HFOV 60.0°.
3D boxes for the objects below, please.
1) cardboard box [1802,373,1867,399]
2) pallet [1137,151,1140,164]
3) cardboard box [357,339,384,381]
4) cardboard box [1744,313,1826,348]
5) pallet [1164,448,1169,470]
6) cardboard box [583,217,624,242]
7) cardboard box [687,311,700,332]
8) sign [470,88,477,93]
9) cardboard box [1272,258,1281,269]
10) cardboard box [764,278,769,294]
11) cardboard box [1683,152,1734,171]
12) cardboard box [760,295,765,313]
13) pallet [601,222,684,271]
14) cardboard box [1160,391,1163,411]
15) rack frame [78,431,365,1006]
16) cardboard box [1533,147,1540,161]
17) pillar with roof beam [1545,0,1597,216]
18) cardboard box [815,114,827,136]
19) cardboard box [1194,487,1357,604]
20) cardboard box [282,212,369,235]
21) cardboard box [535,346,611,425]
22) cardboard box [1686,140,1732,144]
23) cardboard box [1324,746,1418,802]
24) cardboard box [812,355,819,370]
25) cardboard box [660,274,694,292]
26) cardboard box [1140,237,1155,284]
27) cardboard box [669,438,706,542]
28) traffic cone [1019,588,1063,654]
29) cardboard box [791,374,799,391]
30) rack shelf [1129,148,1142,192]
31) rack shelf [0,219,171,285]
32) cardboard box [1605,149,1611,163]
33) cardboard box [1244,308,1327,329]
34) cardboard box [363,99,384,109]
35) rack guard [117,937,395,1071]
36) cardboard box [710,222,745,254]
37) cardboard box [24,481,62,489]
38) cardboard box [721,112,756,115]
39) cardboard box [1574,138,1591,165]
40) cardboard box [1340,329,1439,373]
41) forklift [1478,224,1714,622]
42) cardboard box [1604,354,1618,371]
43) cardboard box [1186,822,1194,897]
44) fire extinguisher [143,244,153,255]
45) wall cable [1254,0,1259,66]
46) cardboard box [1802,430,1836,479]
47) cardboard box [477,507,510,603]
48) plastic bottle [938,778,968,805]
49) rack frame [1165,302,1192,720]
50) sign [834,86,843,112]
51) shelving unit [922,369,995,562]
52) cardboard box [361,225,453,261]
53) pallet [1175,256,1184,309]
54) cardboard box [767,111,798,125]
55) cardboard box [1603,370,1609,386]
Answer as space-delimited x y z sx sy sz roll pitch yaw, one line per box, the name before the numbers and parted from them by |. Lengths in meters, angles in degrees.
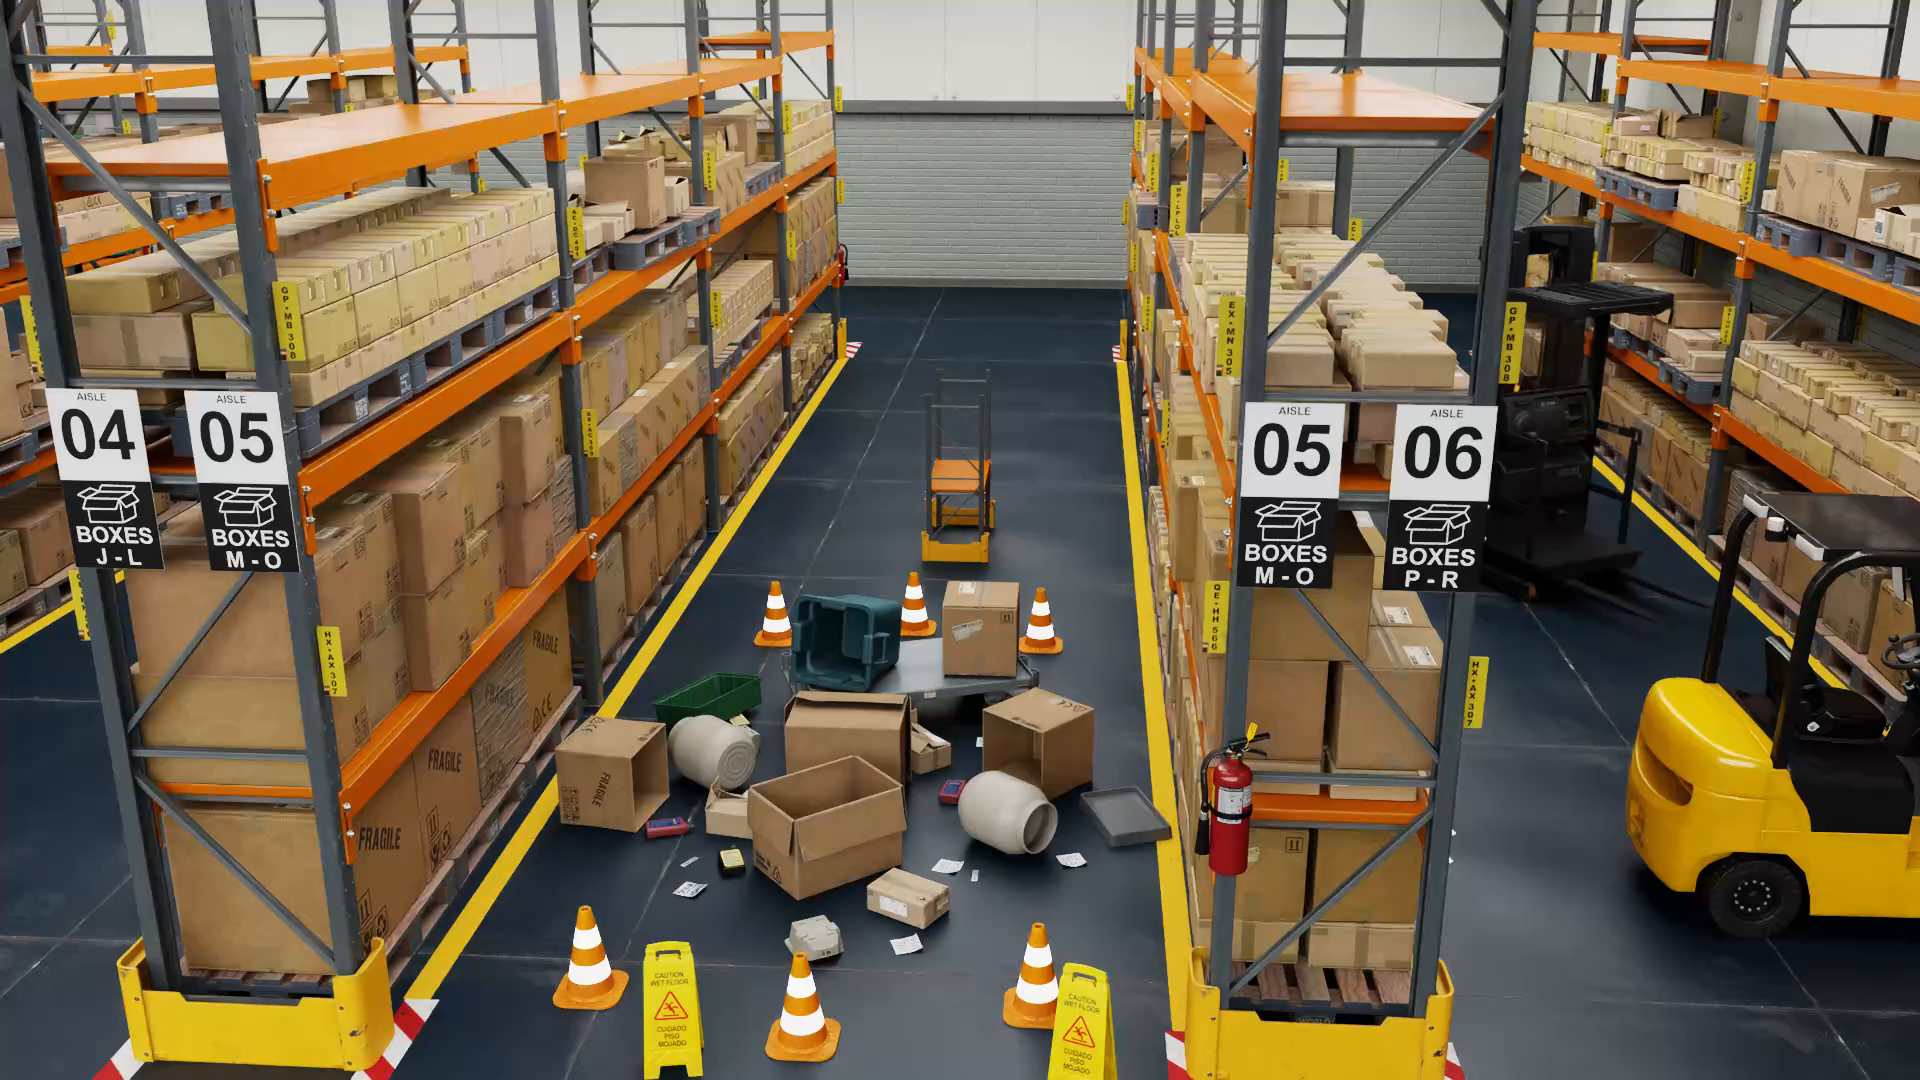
cardboard box | 6.765 -1.190 12.862 0.380 0.149 0.250 2 18 5
pallet | 2.658 -4.695 20.085 1.003 0.211 1.213 1 18 4
cardboard box | -2.925 -0.841 7.751 0.380 0.149 0.250 1 18 4
cardboard box | 7.356 -1.731 14.881 0.500 0.500 0.500 2 18 7
pallet | 2.111 -0.730 12.970 1.003 0.211 1.213 1 18 4
cardboard box | -2.659 -2.257 12.071 0.380 0.149 0.250 1 18 4
cardboard box | -2.505 -2.020 15.371 0.380 0.149 0.250 1 18 4
sign | -6.558 -5.935 22.434 0.100 0.325 0.005 1 18 4
cardboard box | 2.163 -1.547 10.099 0.500 0.250 0.500 1 18 3
cardboard box | -2.295 -2.770 18.139 0.380 0.149 0.250 1 18 4
cardboard box | 6.986 -3.529 15.508 0.380 0.149 0.250 1 18 4
cardboard box | -2.314 -2.553 17.953 0.380 0.149 0.250 1 18 4
pallet | -2.803 -2.304 12.949 1.003 0.211 1.213 2 18 6
cardboard box | 1.844 -1.165 13.716 0.380 0.149 0.250 1 18 4
rack frame | -3.306 0.968 7.478 1.000 3.000 0.127 1 18 4
cardboard box | 7.334 -4.788 20.631 0.380 0.149 0.250 2 18 5
pillar with roof beam | 4.536 -7.576 23.921 9.100 9.000 0.400 1 18 4
cardboard box | -1.973 -5.285 21.183 0.500 0.250 0.500 1 18 2
cardboard box | 1.502 0.063 7.997 0.700 0.500 0.500 1 18 4
cardboard box | -3.474 -1.705 9.108 0.380 0.149 0.250 1 18 4
cardboard box | -2.954 -1.111 12.057 0.700 0.500 0.500 1 18 3
cardboard box | 7.512 -3.930 16.699 0.380 0.149 0.250 2 18 5
cardboard box | 1.870 1.066 7.583 0.380 0.149 0.250 1 18 4
cardboard box | -2.011 -2.273 21.275 0.380 0.149 0.250 2 18 5
cardboard box | -3.005 -2.686 17.404 0.380 0.149 0.250 1 18 3
cardboard box | 2.172 -2.913 17.558 0.500 0.500 0.500 1 18 4
cardboard box | -2.865 -0.460 14.774 1.050 0.750 0.750 1 18 3
traffic cone | 0.618 0.594 12.693 0.336 0.463 0.334 1 18 4
cardboard box | -2.100 -1.850 19.506 0.380 0.149 0.250 2 18 6
rack shelf | 2.643 -4.384 20.151 1.077 0.370 4.000 1 18 4
rack shelf | -7.815 -2.121 13.243 1.077 0.370 4.000 1 18 4
cardboard box | 7.032 -4.039 17.511 0.380 0.149 0.250 2 18 5
cardboard box | 1.495 -0.986 7.747 0.380 0.149 0.250 1 18 4
cardboard box | -7.346 -5.032 19.977 0.700 0.500 0.500 2 18 7
rack guard | -3.307 2.164 7.844 1.175 0.500 0.348 1 18 4
cardboard box | -2.681 -3.575 19.098 0.500 0.500 0.500 1 18 2
cardboard box | -7.727 -0.299 14.652 0.700 0.500 0.500 0 18 -1
cardboard box | -2.575 -4.881 19.310 0.380 0.149 0.250 2 18 6
cardboard box | 7.262 -4.383 18.753 0.500 0.250 0.500 1 18 2
cardboard box | 1.870 -0.822 7.247 0.380 0.149 0.250 1 18 4
forklift | 5.009 -1.035 13.700 1.130 2.935 3.031 -8 20 -22
cardboard box | 7.220 -1.924 18.126 0.380 0.149 0.250 1 18 3
cardboard box | 1.474 1.737 8.874 0.500 0.250 0.500 1 18 4
fire extinguisher | -11.575 -4.076 23.596 0.296 0.674 0.183 1 18 4
wall cable | 3.663 -8.528 26.825 2.355 3.000 0.029 1 18 4
cardboard box | 6.778 -0.647 12.647 0.500 0.250 0.500 2 18 6
cardboard box | -3.206 0.106 9.869 0.875 0.550 0.550 1 18 4
plastic bottle | -0.037 1.560 10.390 0.133 0.061 0.283 4 19 13
rack frame | 1.926 -0.195 11.028 1.000 3.000 0.127 1 18 4
sign | -1.606 -5.829 21.981 0.100 0.325 0.005 1 18 4
shelving unit | -0.005 -0.689 14.944 0.587 1.500 1.083 1 18 4
cardboard box | -2.854 -1.535 8.587 0.380 0.149 0.250 2 18 5
pallet | 2.076 -1.720 11.168 1.213 0.211 1.003 1 18 4
cardboard box | -2.106 -4.948 19.515 0.380 0.149 0.250 1 18 2
cardboard box | 7.159 -1.784 18.177 0.380 0.149 0.250 2 18 7
